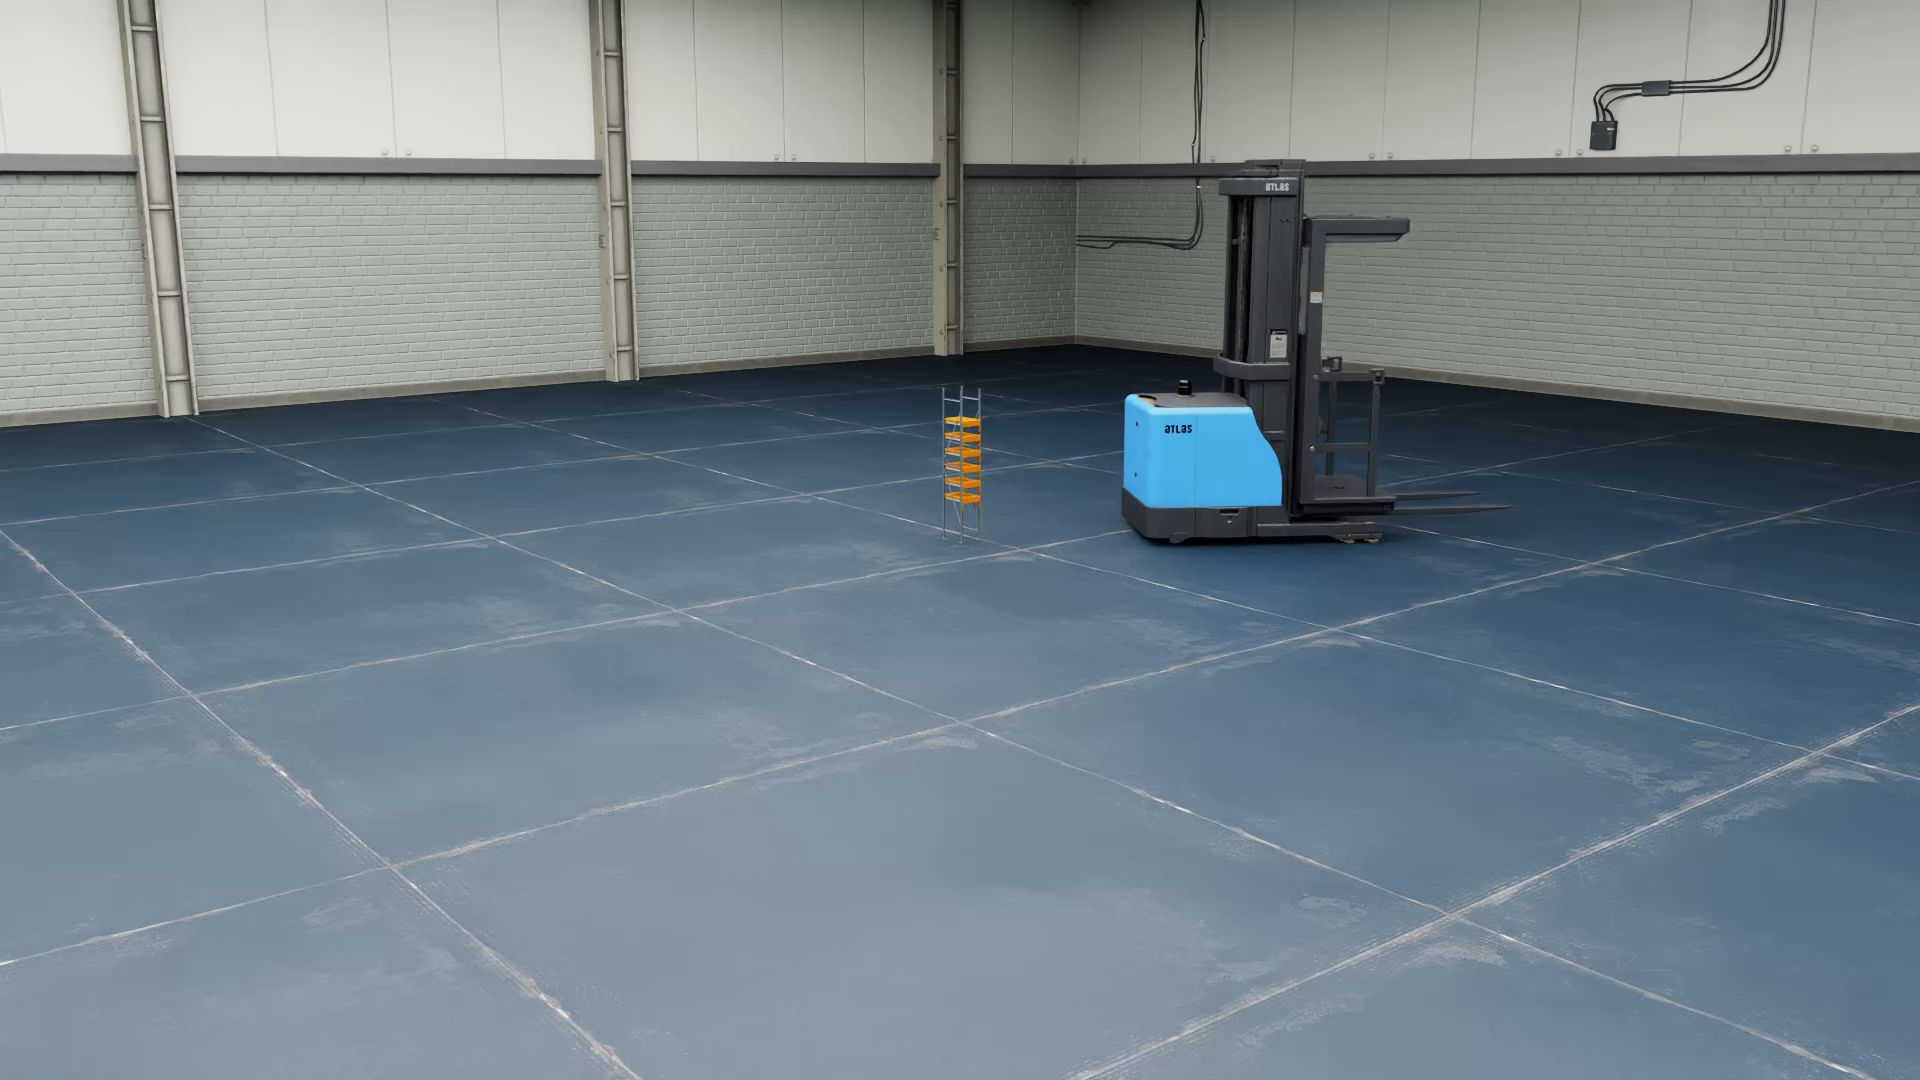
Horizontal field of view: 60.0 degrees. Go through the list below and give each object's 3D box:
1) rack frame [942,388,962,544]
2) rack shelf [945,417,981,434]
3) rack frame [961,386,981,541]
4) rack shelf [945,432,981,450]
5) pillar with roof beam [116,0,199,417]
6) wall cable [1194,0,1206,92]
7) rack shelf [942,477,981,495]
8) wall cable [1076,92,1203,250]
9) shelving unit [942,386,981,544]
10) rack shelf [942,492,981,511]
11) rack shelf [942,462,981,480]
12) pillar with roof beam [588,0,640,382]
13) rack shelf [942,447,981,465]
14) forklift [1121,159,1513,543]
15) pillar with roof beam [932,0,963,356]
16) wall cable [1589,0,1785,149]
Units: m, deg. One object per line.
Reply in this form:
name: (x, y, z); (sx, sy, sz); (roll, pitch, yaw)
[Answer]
rack frame: (-0.060, -0.577, 12.957); (0.006, 1.200, 0.240); (-9, 15, -38)
rack shelf: (0.011, -0.897, 12.947); (0.180, 0.103, 0.258); (-9, 15, -38)
rack frame: (0.083, -0.601, 13.069); (0.006, 1.200, 0.240); (-9, 15, -38)
rack shelf: (0.011, -0.780, 12.972); (0.180, 0.103, 0.258); (-9, 15, -38)
pillar with roof beam: (-6.874, -5.238, 16.132); (0.400, 9.000, 9.100); (-9, 15, -38)
wall cable: (4.623, -8.174, 25.275); (0.112, 2.526, 3.097); (-9, 15, -38)
rack shelf: (0.011, -0.428, 13.047); (0.180, 0.103, 0.258); (-9, 15, -38)
wall cable: (2.933, -6.142, 27.866); (0.112, 2.526, 3.097); (-9, 15, -38)
shelving unit: (0.011, -0.589, 13.013); (0.189, 1.200, 0.258); (-9, 15, -38)
rack shelf: (0.011, -0.311, 13.072); (0.180, 0.103, 0.258); (-9, 15, -38)
rack shelf: (0.011, -0.545, 13.022); (0.180, 0.103, 0.258); (-9, 15, -38)
pillar with roof beam: (-2.189, -6.017, 19.799); (0.400, 9.000, 9.100); (-9, 15, -38)
rack shelf: (0.011, -0.663, 12.997); (0.180, 0.103, 0.258); (-9, 15, -38)
forklift: (2.887, -1.516, 13.210); (3.031, 2.935, 1.130); (-1, 12, -6)
pillar with roof beam: (2.496, -6.795, 23.465); (0.400, 9.000, 9.100); (-9, 15, -38)
wall cable: (8.852, -7.783, 19.929); (0.169, 6.003, 2.305); (-9, 15, -38)
